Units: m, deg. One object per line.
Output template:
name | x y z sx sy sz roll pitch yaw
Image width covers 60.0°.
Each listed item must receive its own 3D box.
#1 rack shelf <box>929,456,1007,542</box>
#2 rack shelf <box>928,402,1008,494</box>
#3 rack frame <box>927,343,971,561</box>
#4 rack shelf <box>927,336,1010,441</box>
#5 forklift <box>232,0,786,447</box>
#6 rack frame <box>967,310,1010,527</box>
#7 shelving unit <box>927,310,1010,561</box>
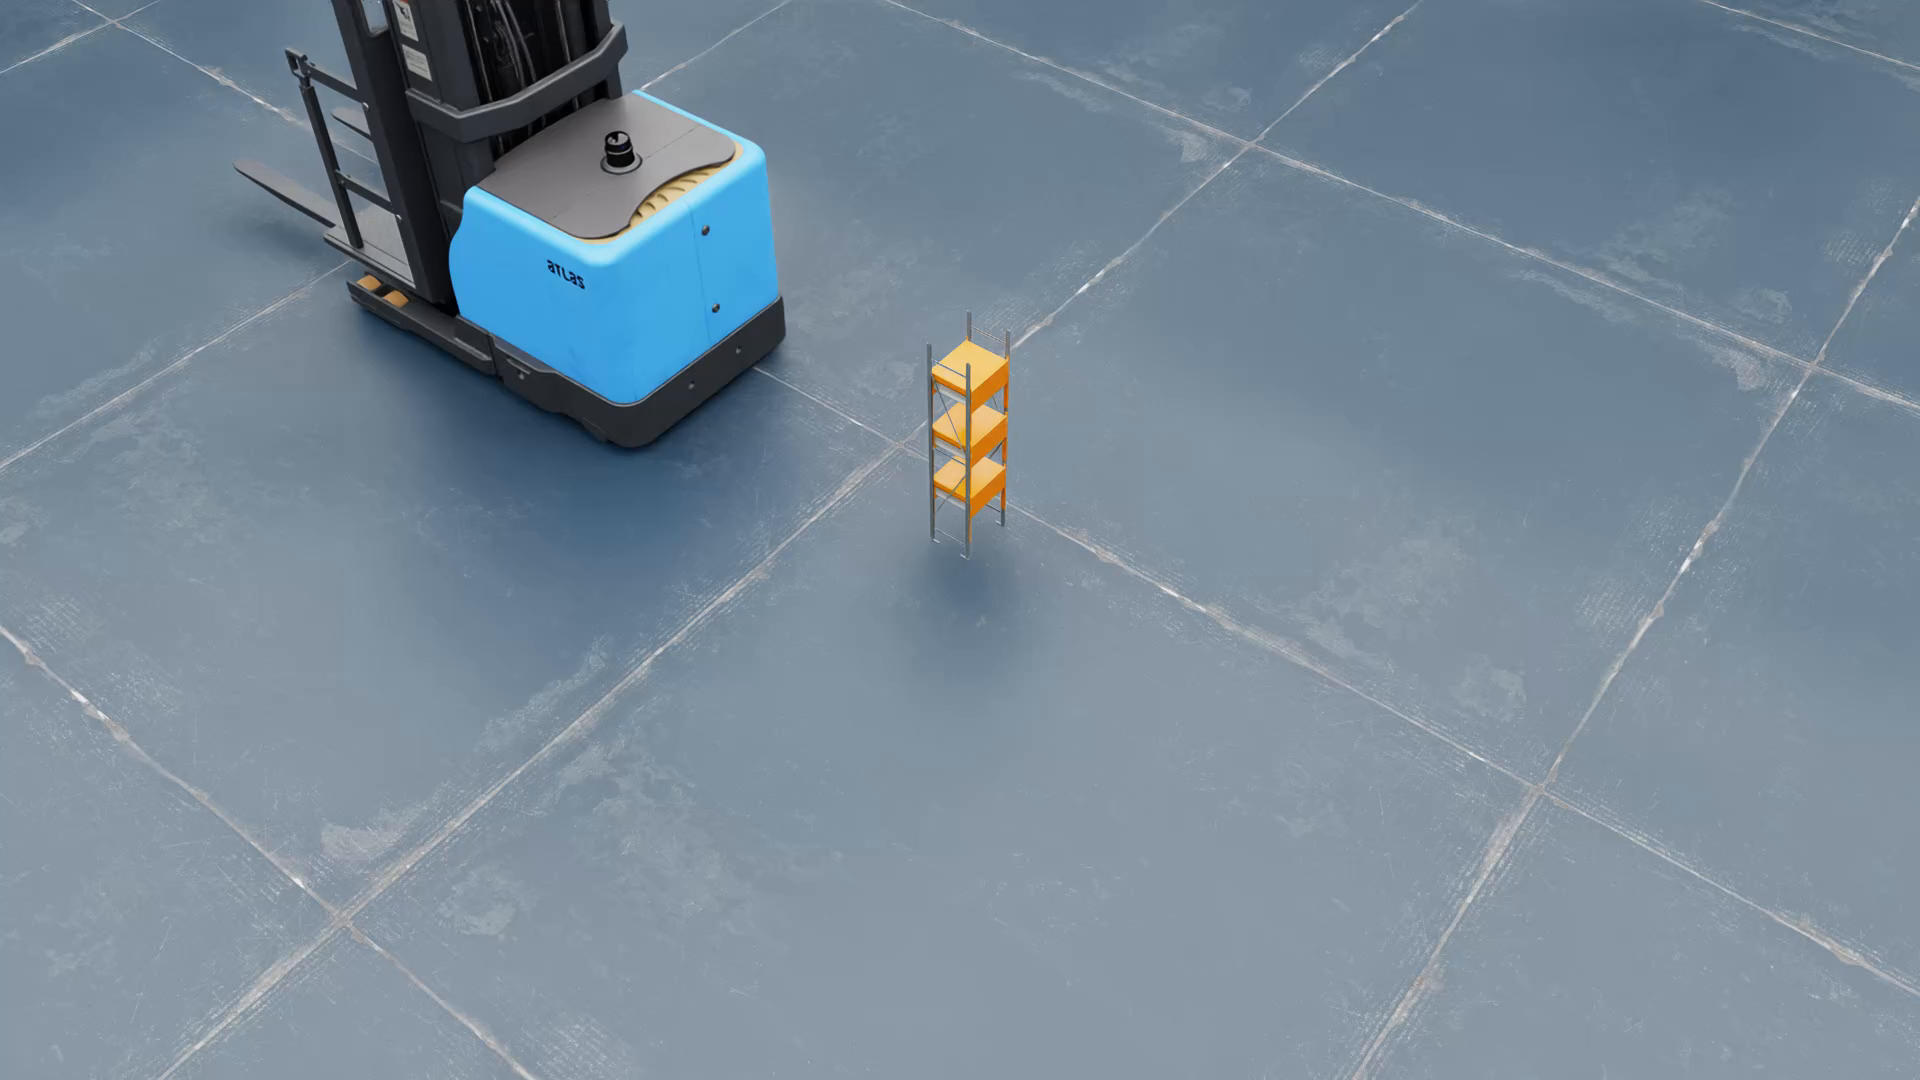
rack shelf | 0.033 -0.194 6.773 0.215 0.259 0.240 29 53 25
rack shelf | 0.033 -0.386 6.572 0.215 0.259 0.240 29 53 25
rack frame | -0.042 -0.323 6.498 0.200 1.050 0.008 29 53 25
rack shelf | 0.033 -0.582 6.367 0.215 0.259 0.240 29 53 25
forklift | -2.287 -2.298 7.083 3.031 2.935 1.130 29 53 25
rack frame | 0.107 -0.463 6.631 0.200 1.050 0.008 29 53 25
shelving unit | 0.033 -0.393 6.564 0.215 1.050 0.252 29 53 25
